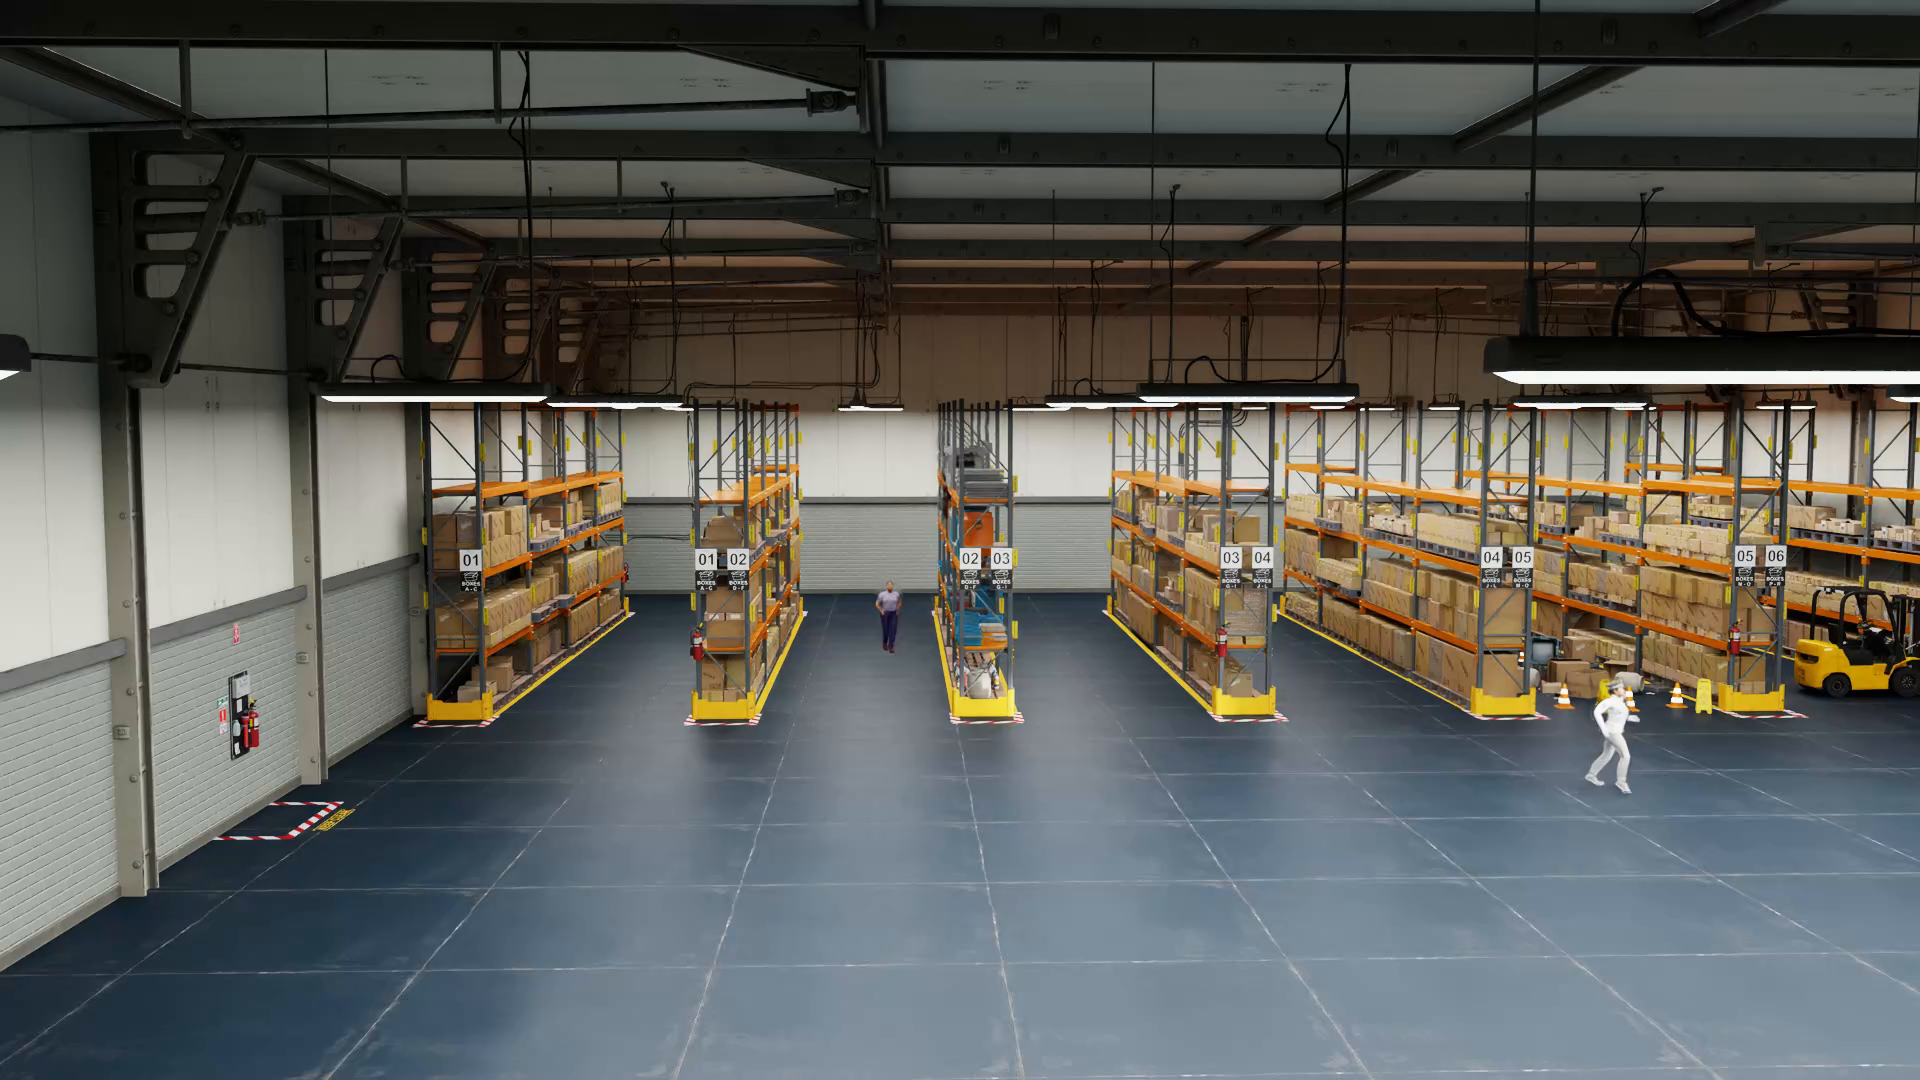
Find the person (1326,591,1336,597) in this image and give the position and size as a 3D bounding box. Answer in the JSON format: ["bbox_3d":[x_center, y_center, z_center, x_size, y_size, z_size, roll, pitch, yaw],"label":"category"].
[{"bbox_3d":[10.676,1.118,48.982,0.723,1.747,0.894,-4,6,-39],"label":"person"}]

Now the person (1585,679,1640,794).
[{"bbox_3d":[9.915,2.970,25.280,0.757,1.753,0.597,2,5,29],"label":"person"}]

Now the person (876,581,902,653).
[{"bbox_3d":[-1.600,1.748,37.941,0.625,1.611,0.642,-1,4,-12],"label":"person"}]

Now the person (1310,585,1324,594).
[{"bbox_3d":[10.576,1.155,49.095,0.608,1.666,0.591,0,4,1],"label":"person"}]
